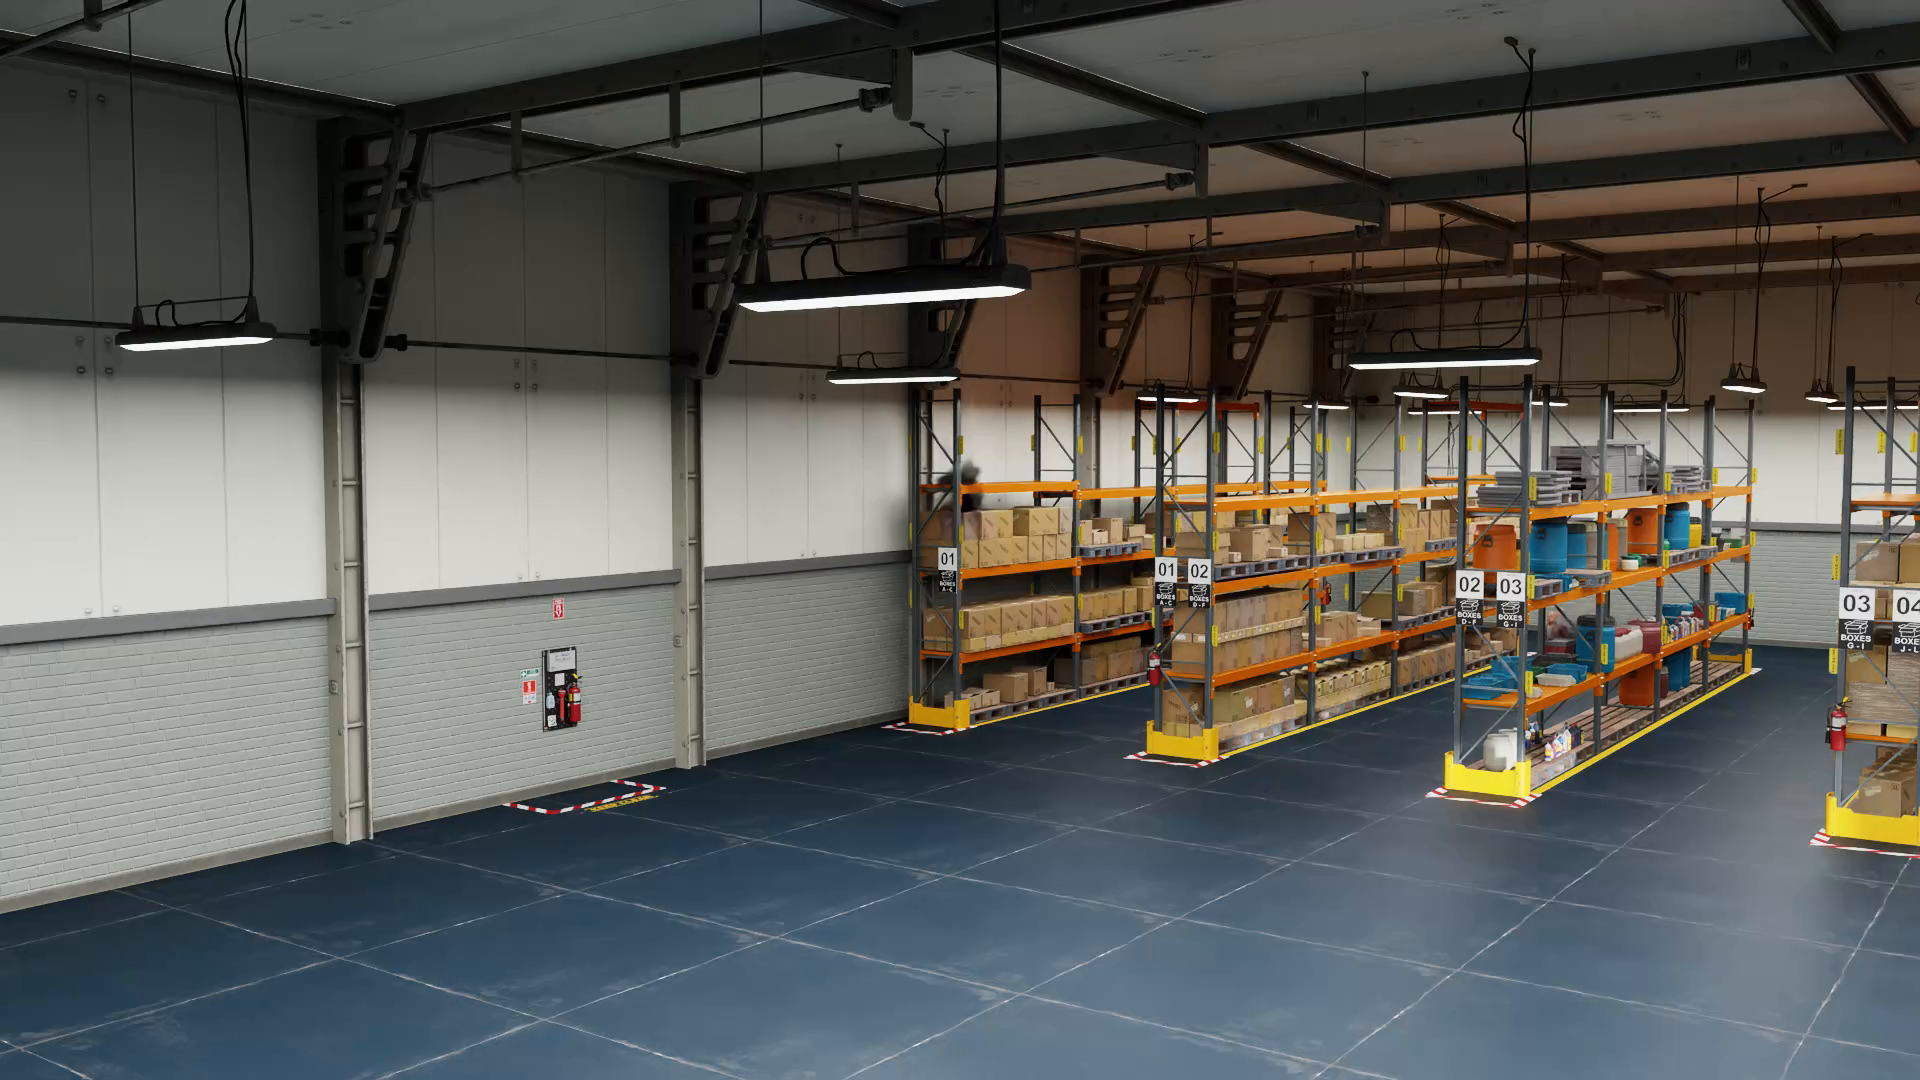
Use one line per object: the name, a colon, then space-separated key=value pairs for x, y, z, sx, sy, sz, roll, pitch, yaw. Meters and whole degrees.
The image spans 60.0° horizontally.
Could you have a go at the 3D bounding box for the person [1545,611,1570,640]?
person: x=11.520 y=2.287 z=32.388 sx=0.691 sy=1.819 sz=0.780 roll=3 pitch=4 yaw=41
